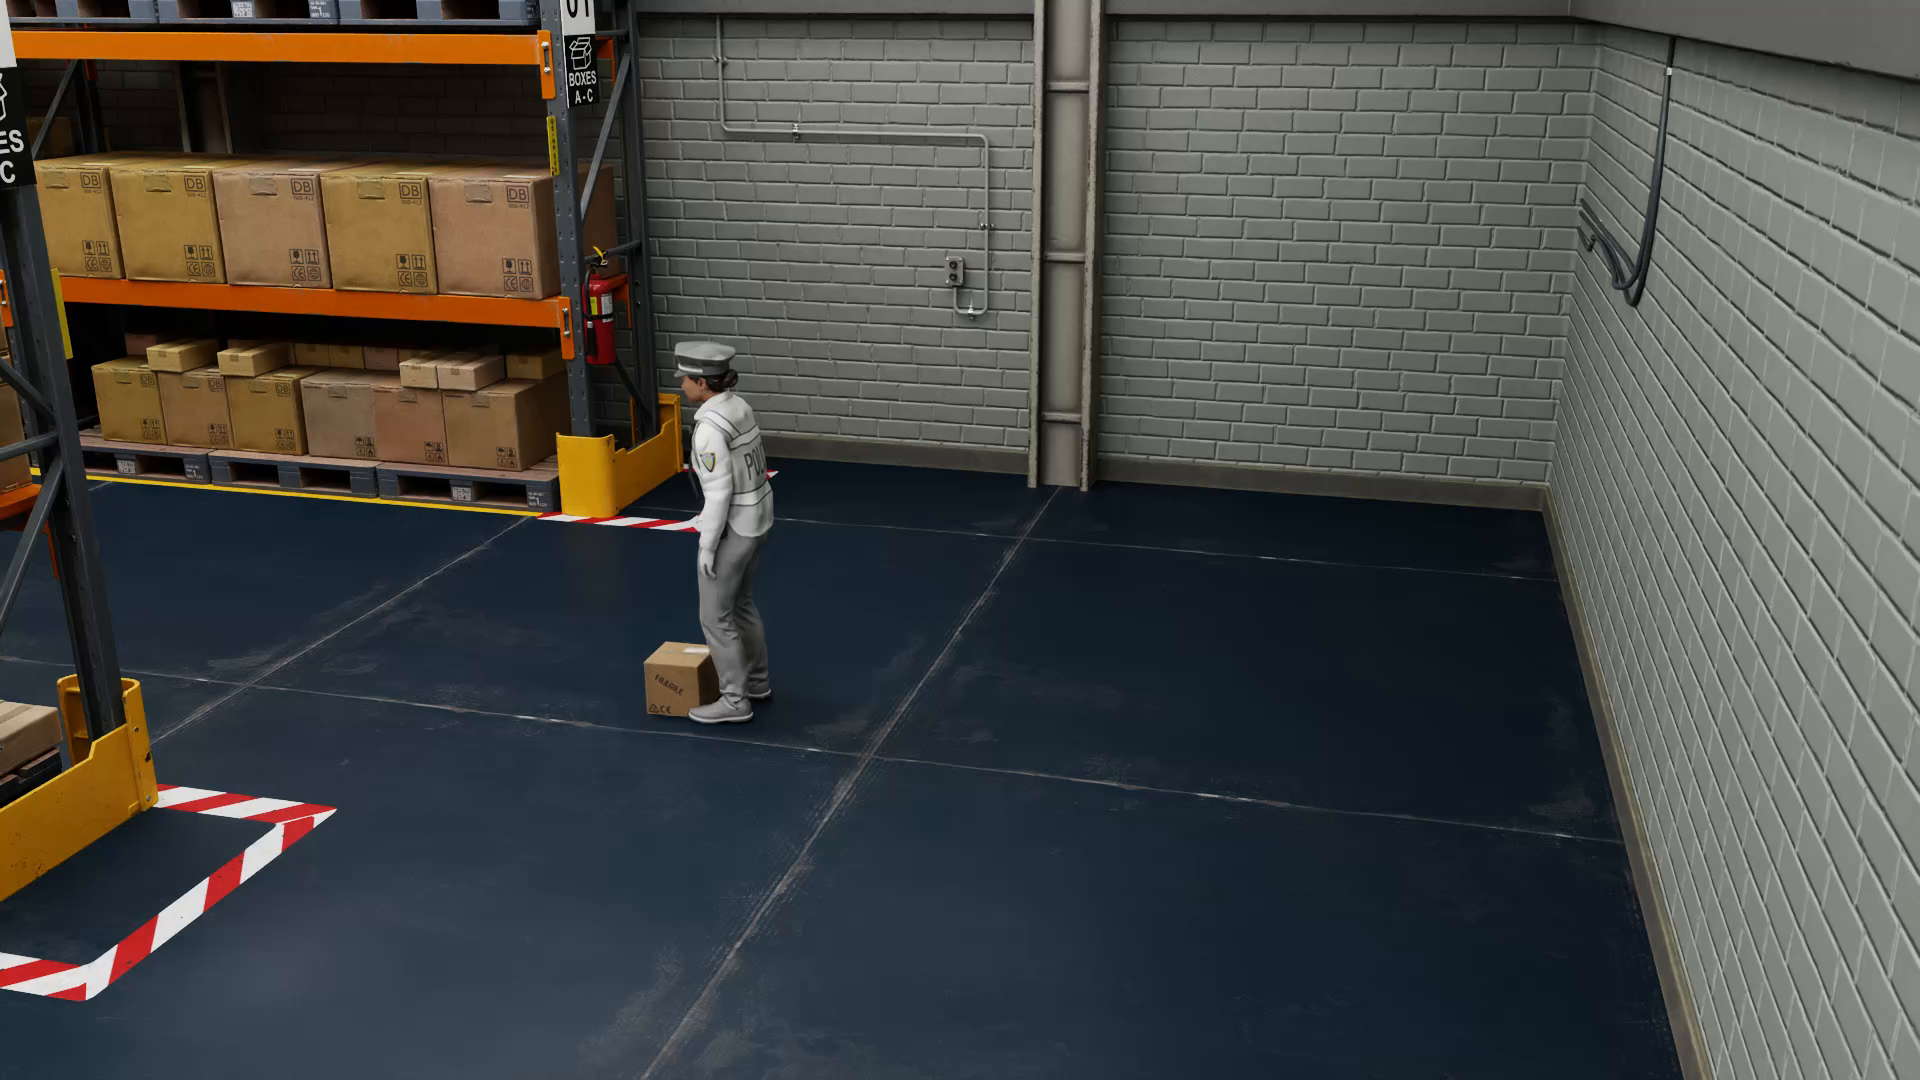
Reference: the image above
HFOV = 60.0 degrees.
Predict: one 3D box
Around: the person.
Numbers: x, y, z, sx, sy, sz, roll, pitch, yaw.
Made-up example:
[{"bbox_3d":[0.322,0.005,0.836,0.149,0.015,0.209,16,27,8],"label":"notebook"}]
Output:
[{"bbox_3d":[-1.000,-0.025,7.143,0.375,1.653,0.532,4,19,11],"label":"person"}]
